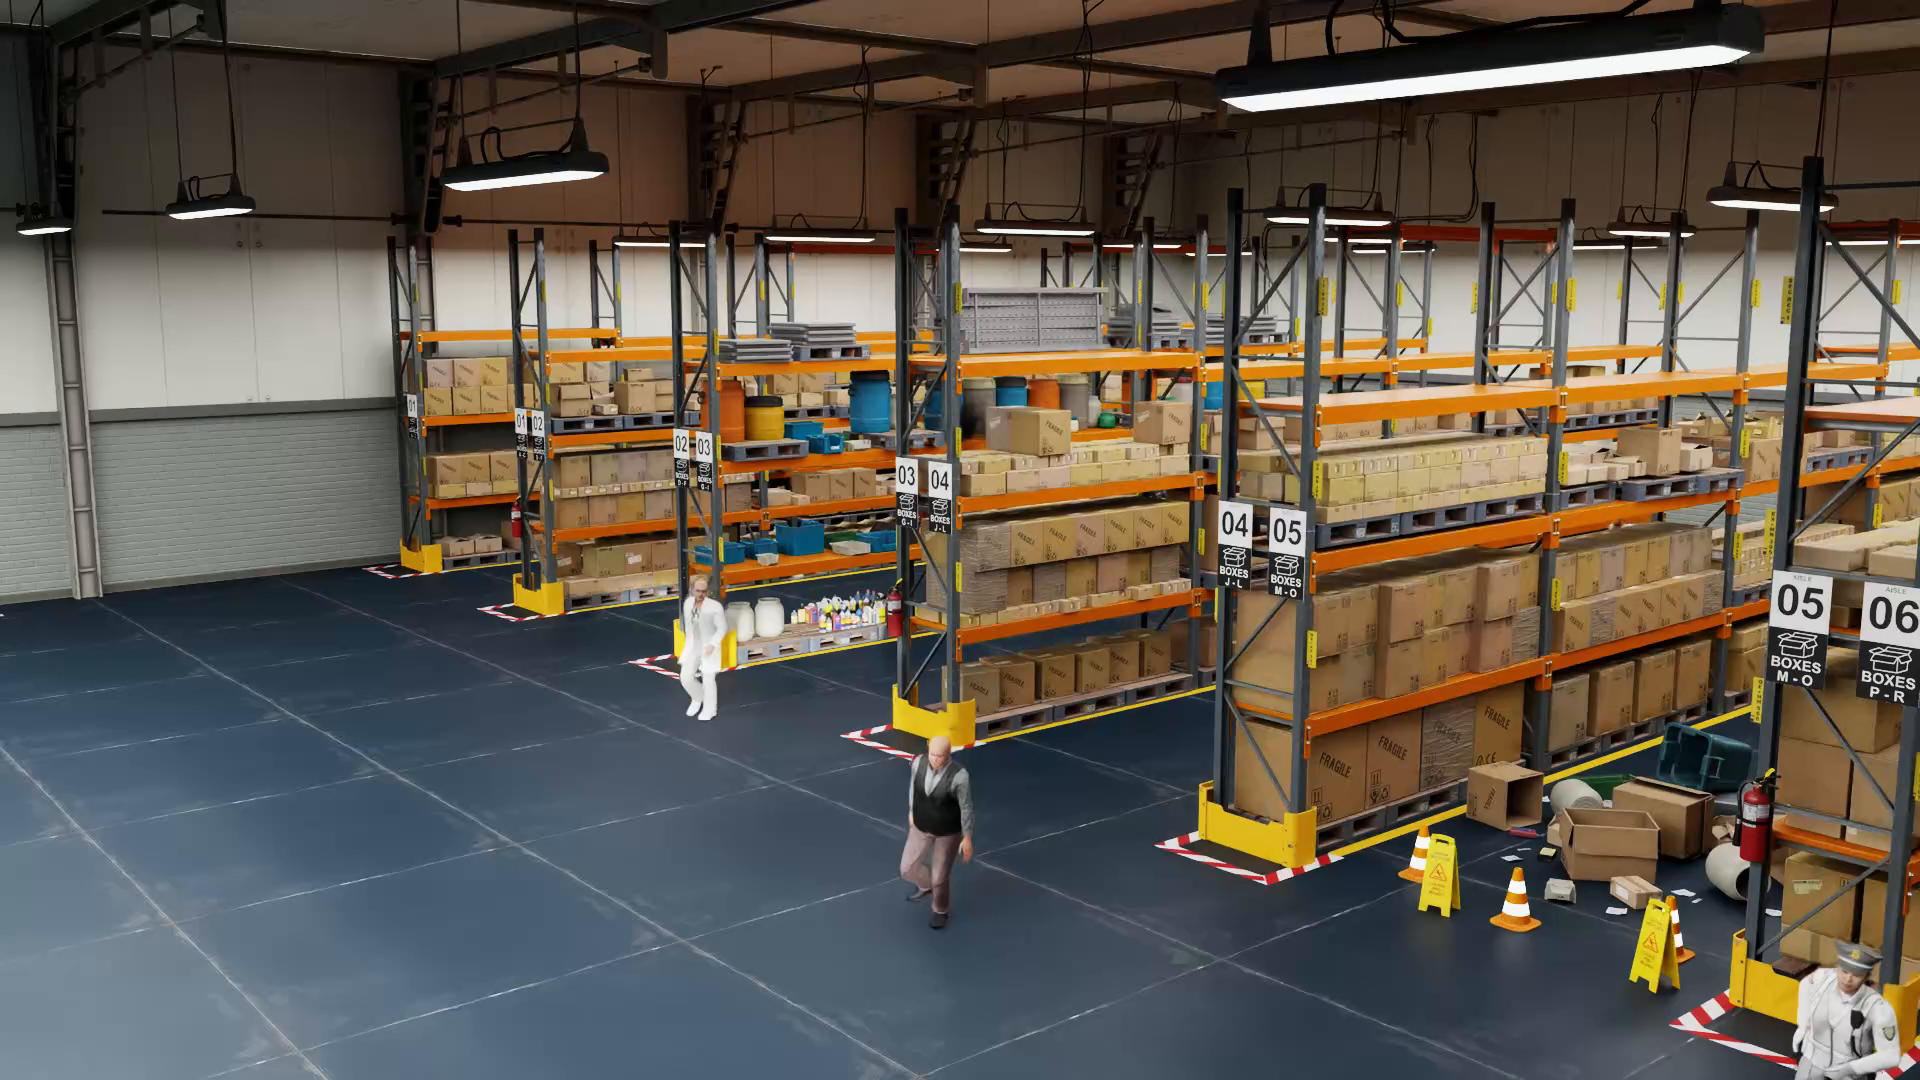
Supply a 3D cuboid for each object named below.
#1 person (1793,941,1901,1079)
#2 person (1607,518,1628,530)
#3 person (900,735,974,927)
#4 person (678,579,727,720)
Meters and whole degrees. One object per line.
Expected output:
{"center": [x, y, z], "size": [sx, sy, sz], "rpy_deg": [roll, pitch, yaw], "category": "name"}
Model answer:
{"center": [4.933, 2.977, 9.299], "size": [0.592, 1.606, 0.719], "rpy_deg": [7, 11, 39], "category": "person"}
{"center": [10.164, 0.350, 25.745], "size": [0.783, 1.736, 0.663], "rpy_deg": [-6, 11, -34], "category": "person"}
{"center": [-0.167, 2.308, 13.382], "size": [0.780, 1.642, 0.621], "rpy_deg": [5, 10, 29], "category": "person"}
{"center": [-3.041, 1.309, 19.593], "size": [0.700, 1.743, 0.828], "rpy_deg": [2, 9, 15], "category": "person"}
